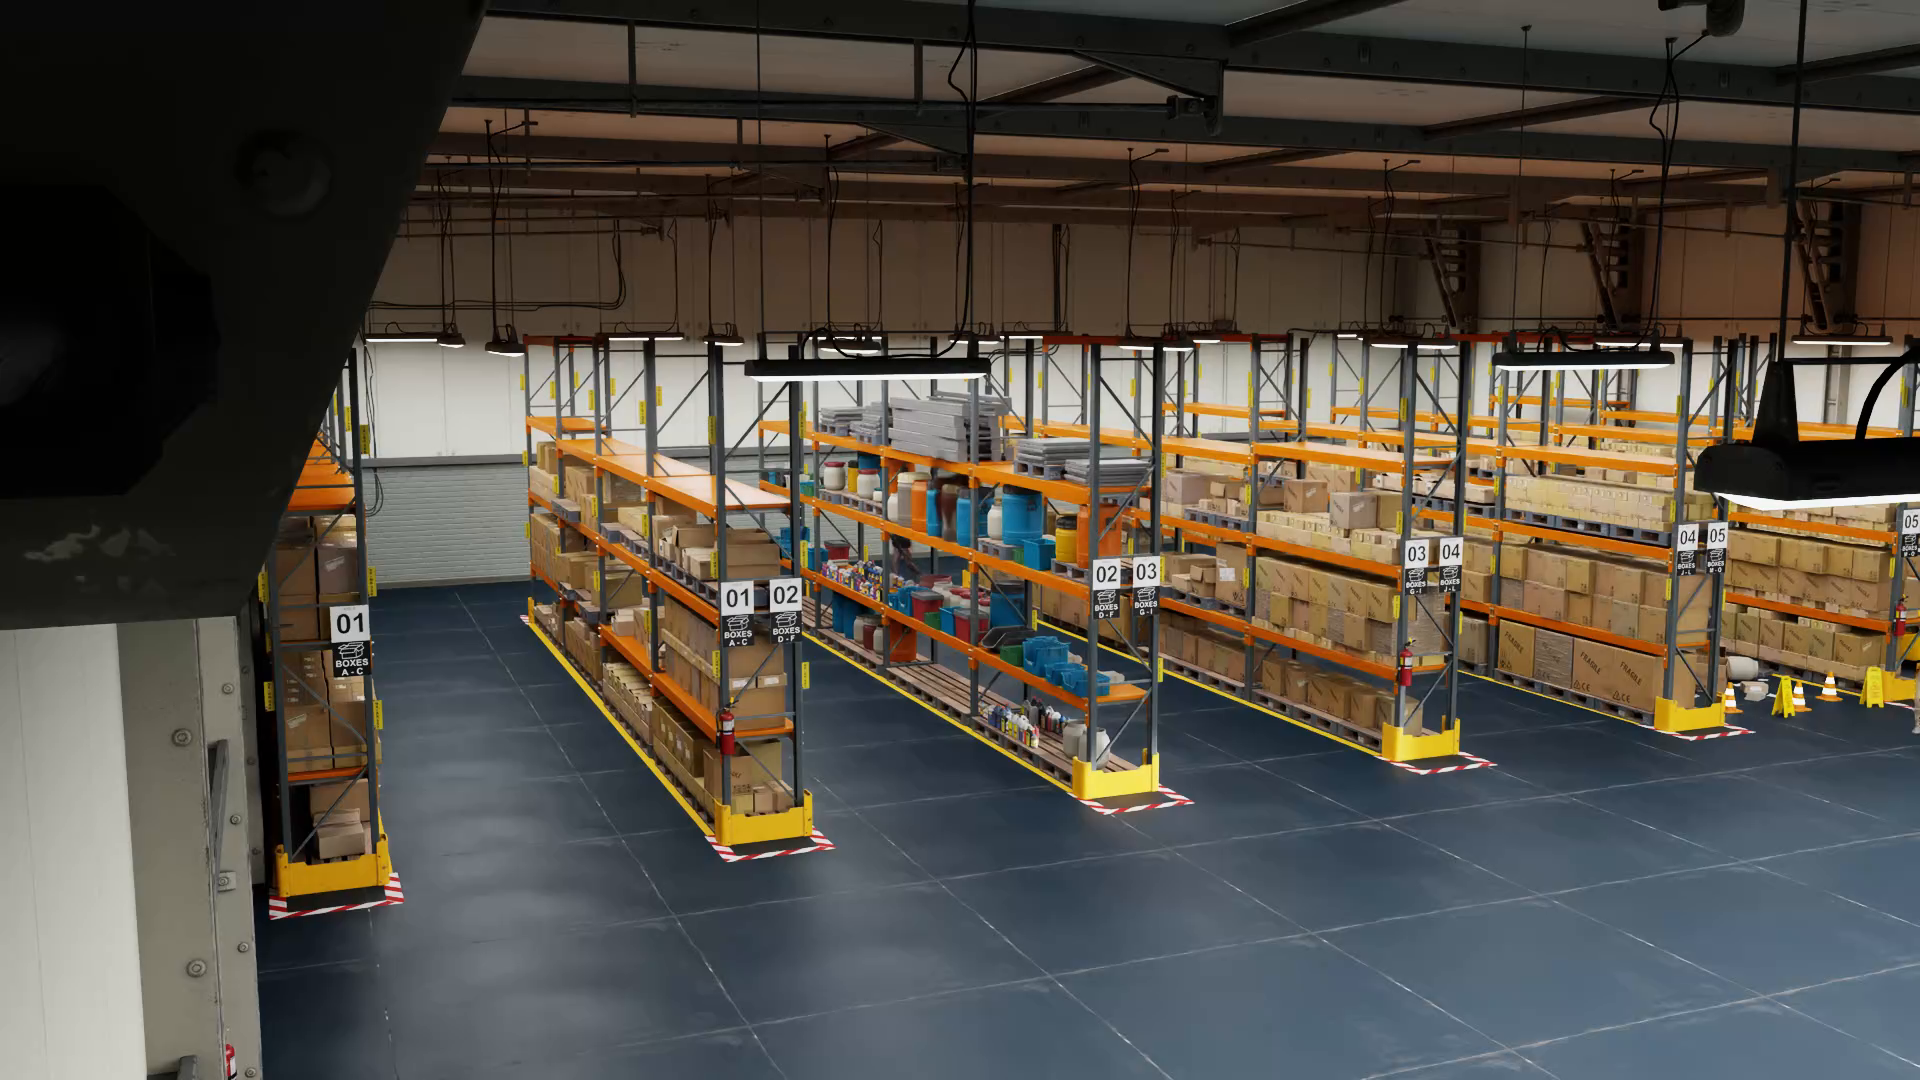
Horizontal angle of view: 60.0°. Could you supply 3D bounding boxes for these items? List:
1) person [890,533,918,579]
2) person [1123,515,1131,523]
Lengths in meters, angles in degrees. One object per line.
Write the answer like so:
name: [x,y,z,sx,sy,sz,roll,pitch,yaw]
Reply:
person: [-1.391,0.183,39.918,0.553,1.704,0.911,4,9,29]
person: [3.885,0.243,39.196,0.613,1.717,1.159,-1,8,-7]
